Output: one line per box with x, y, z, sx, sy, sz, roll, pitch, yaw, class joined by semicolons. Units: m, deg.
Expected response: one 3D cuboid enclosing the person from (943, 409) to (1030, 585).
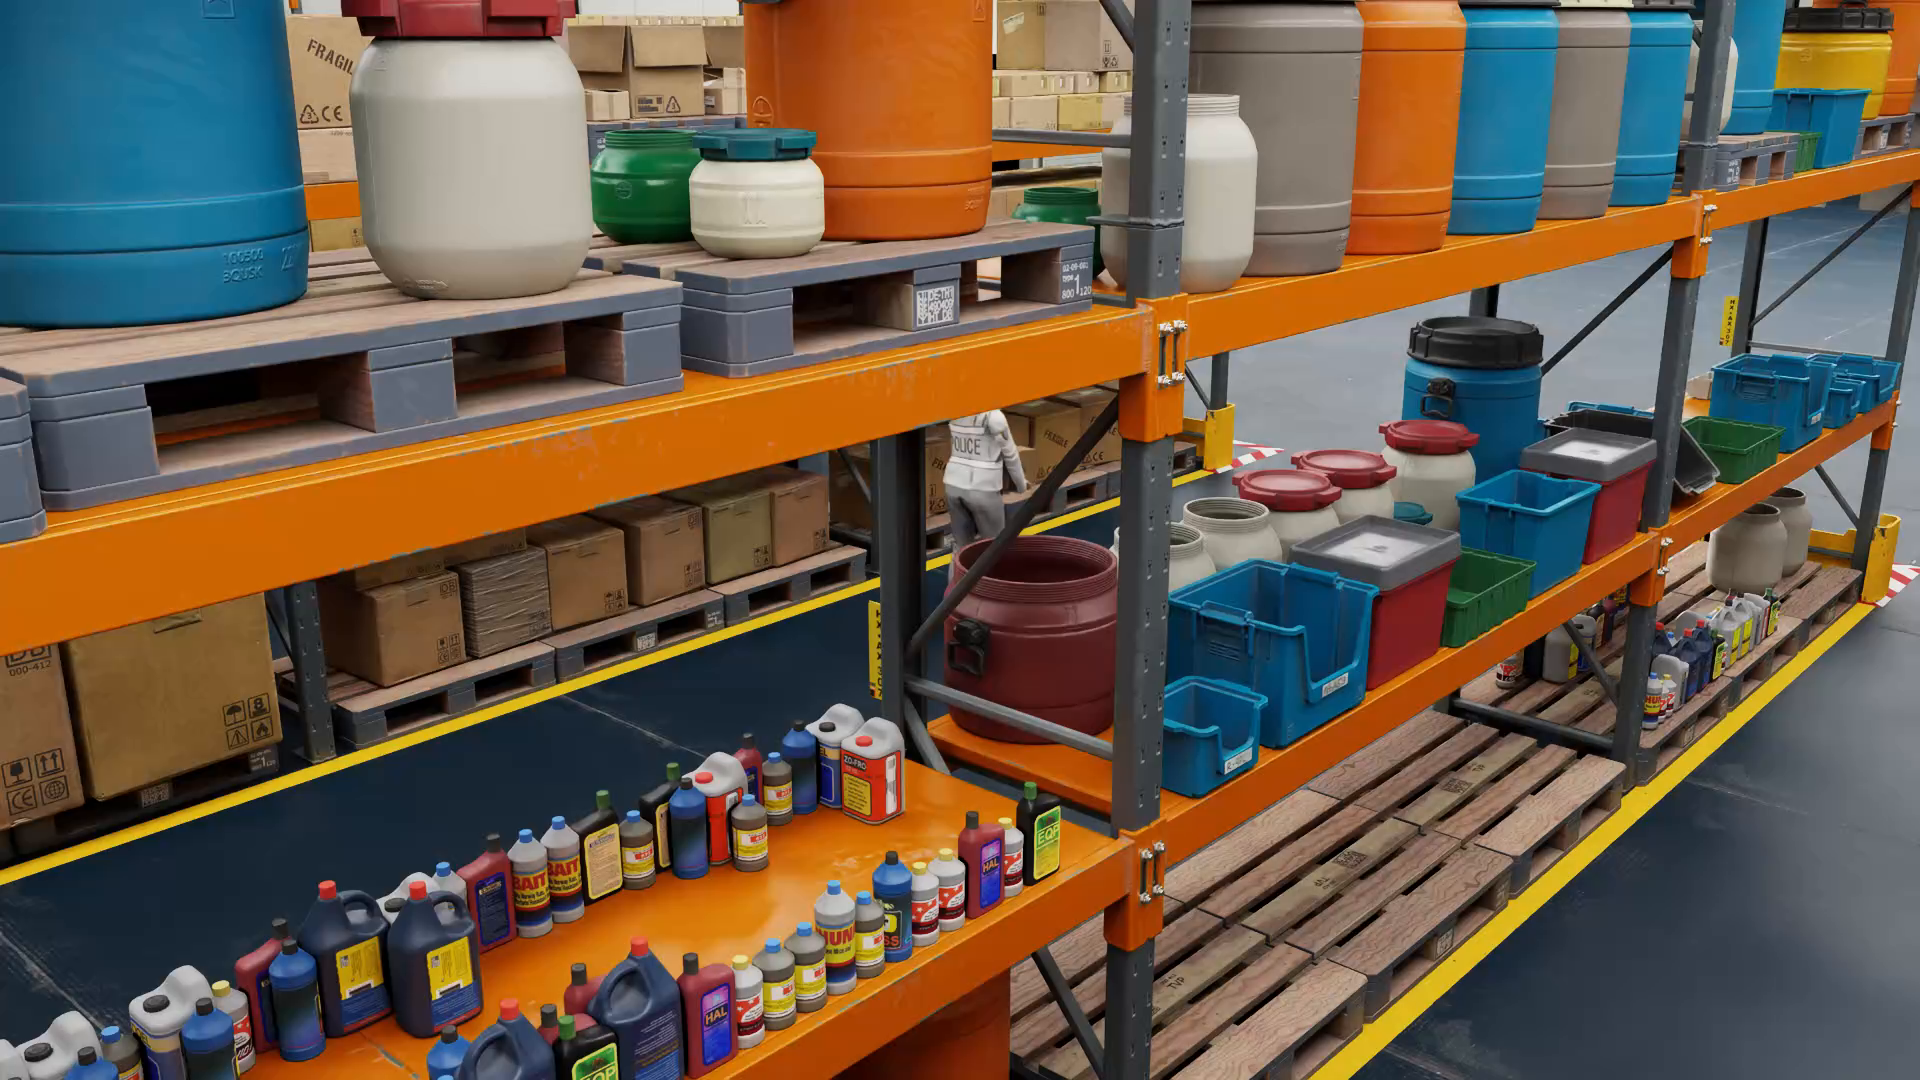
0.143;-0.305;10.020;0.416;1.684;0.530;14;22;39;person
